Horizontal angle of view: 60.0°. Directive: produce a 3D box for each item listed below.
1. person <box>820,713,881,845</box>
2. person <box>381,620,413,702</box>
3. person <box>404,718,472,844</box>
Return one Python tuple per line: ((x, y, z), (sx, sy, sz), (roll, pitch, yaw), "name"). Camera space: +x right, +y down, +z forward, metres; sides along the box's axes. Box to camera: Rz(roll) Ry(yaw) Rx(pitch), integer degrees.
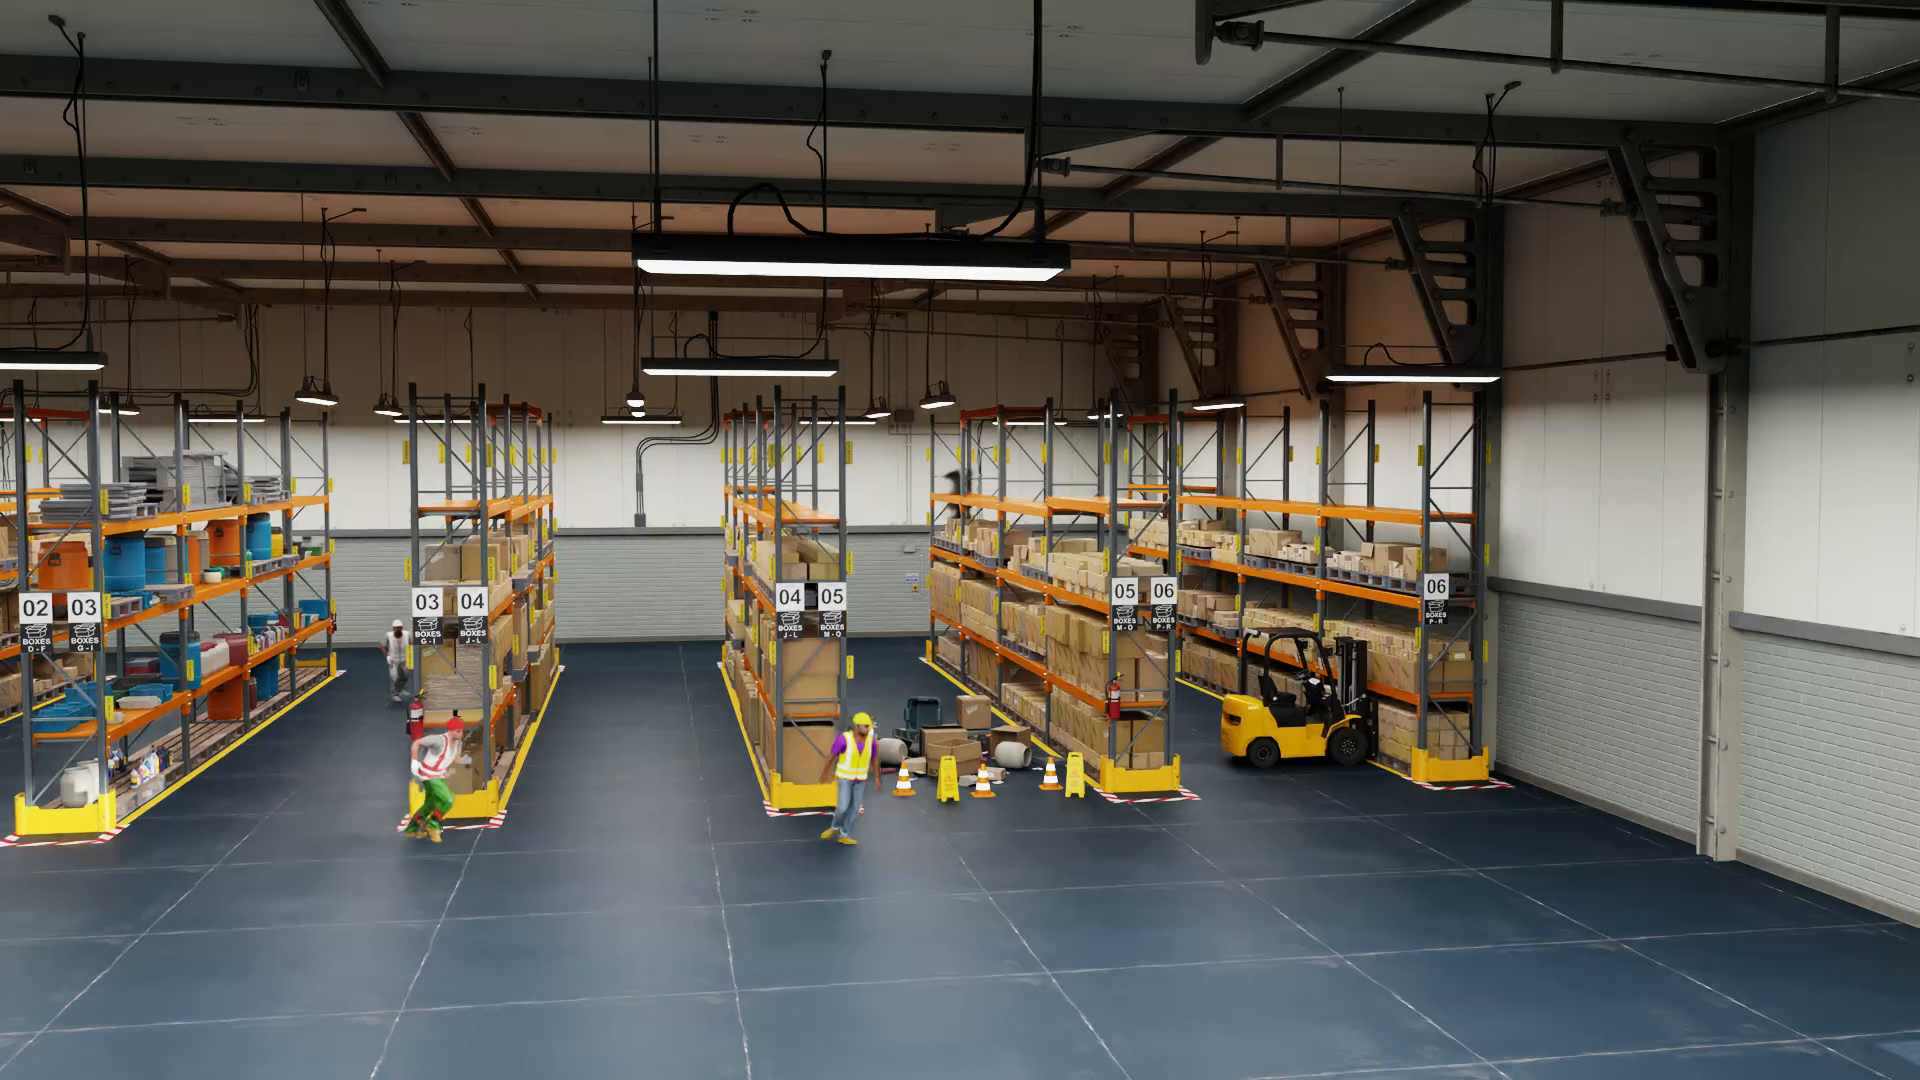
((-1.393, 3.062, 21.341), (0.716, 1.722, 0.606), (-2, 3, -28), "person")
((-11.461, 2.444, 33.872), (0.677, 1.691, 0.865), (-2, 4, -36), "person")
((-6.761, 3.103, 21.400), (0.970, 1.646, 0.704), (1, 3, 17), "person")
